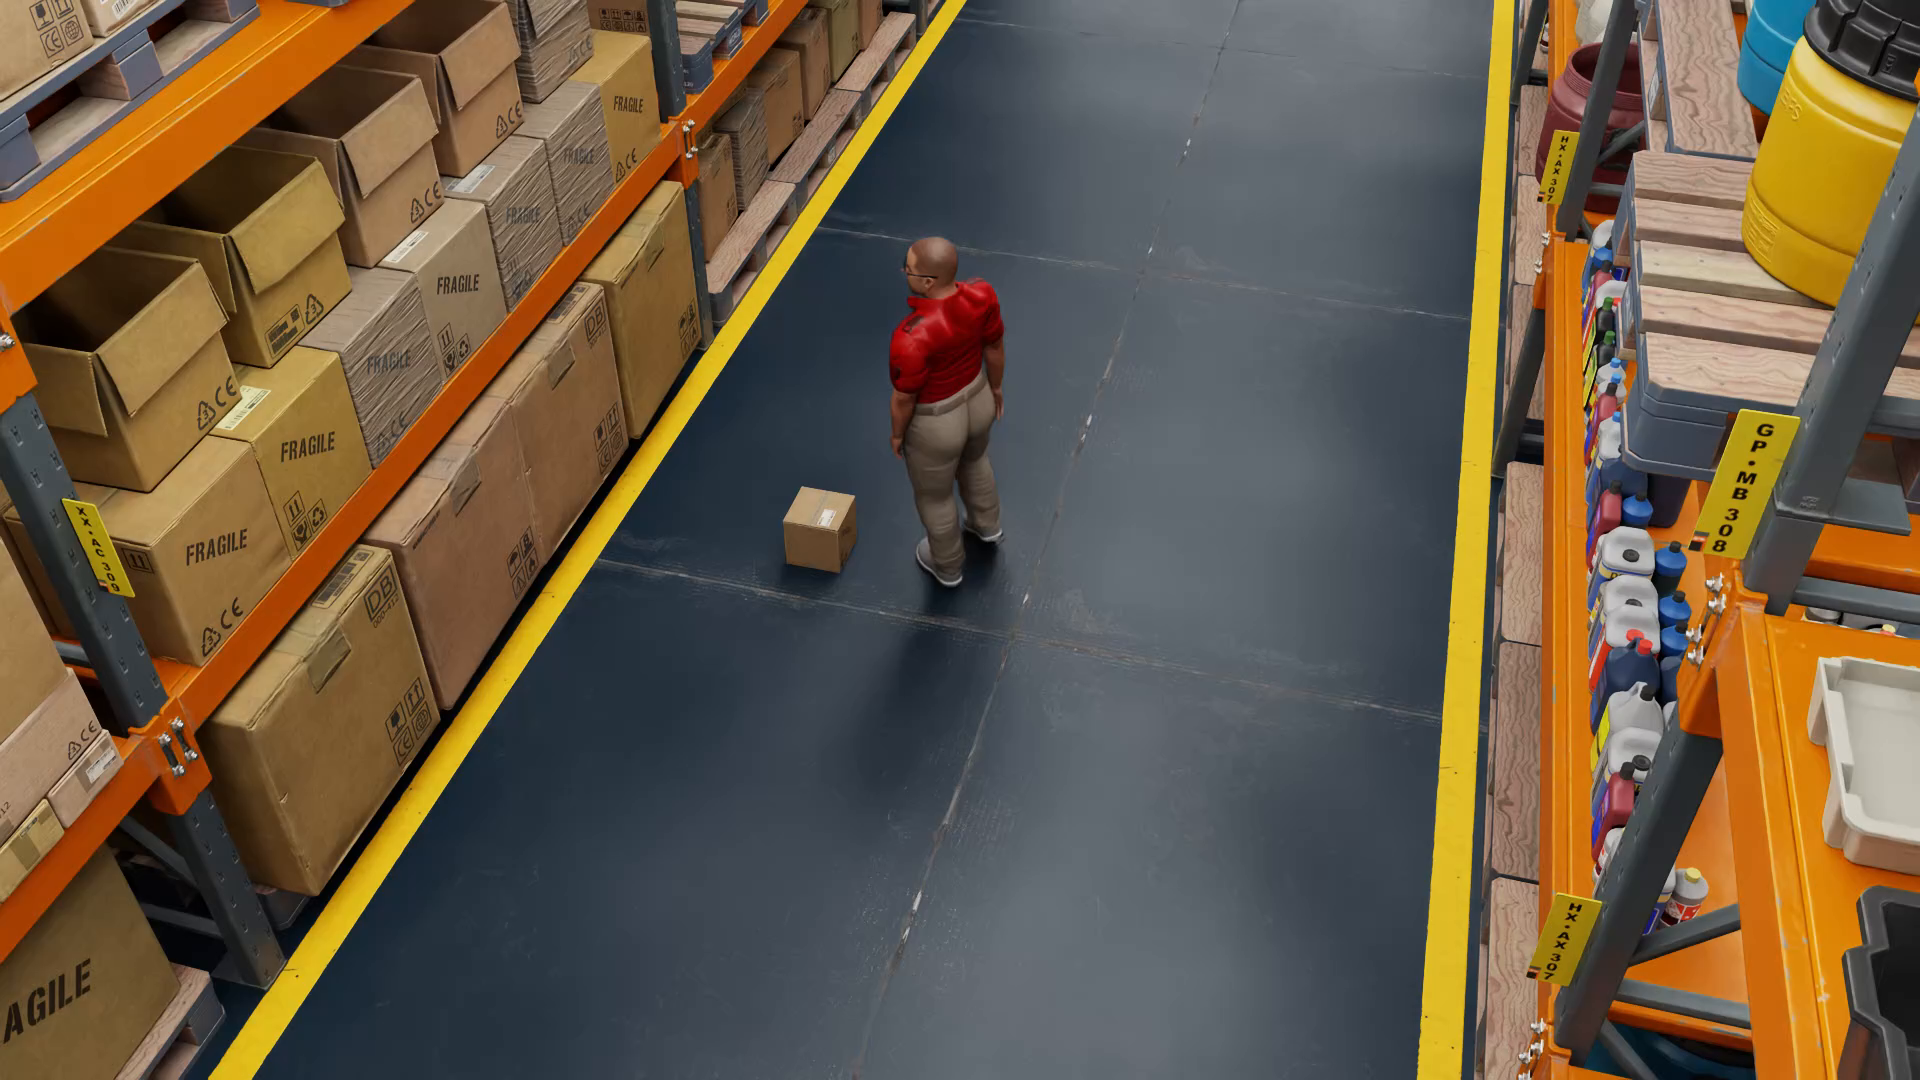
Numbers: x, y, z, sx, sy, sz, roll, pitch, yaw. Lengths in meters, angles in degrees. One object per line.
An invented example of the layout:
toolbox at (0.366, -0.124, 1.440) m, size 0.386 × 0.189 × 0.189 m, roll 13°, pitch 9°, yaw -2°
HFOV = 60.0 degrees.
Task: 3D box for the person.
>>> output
person at (-0.052, -0.534, 6.793) m, size 0.385 × 1.759 × 0.731 m, roll 31°, pitch 50°, yaw 31°
